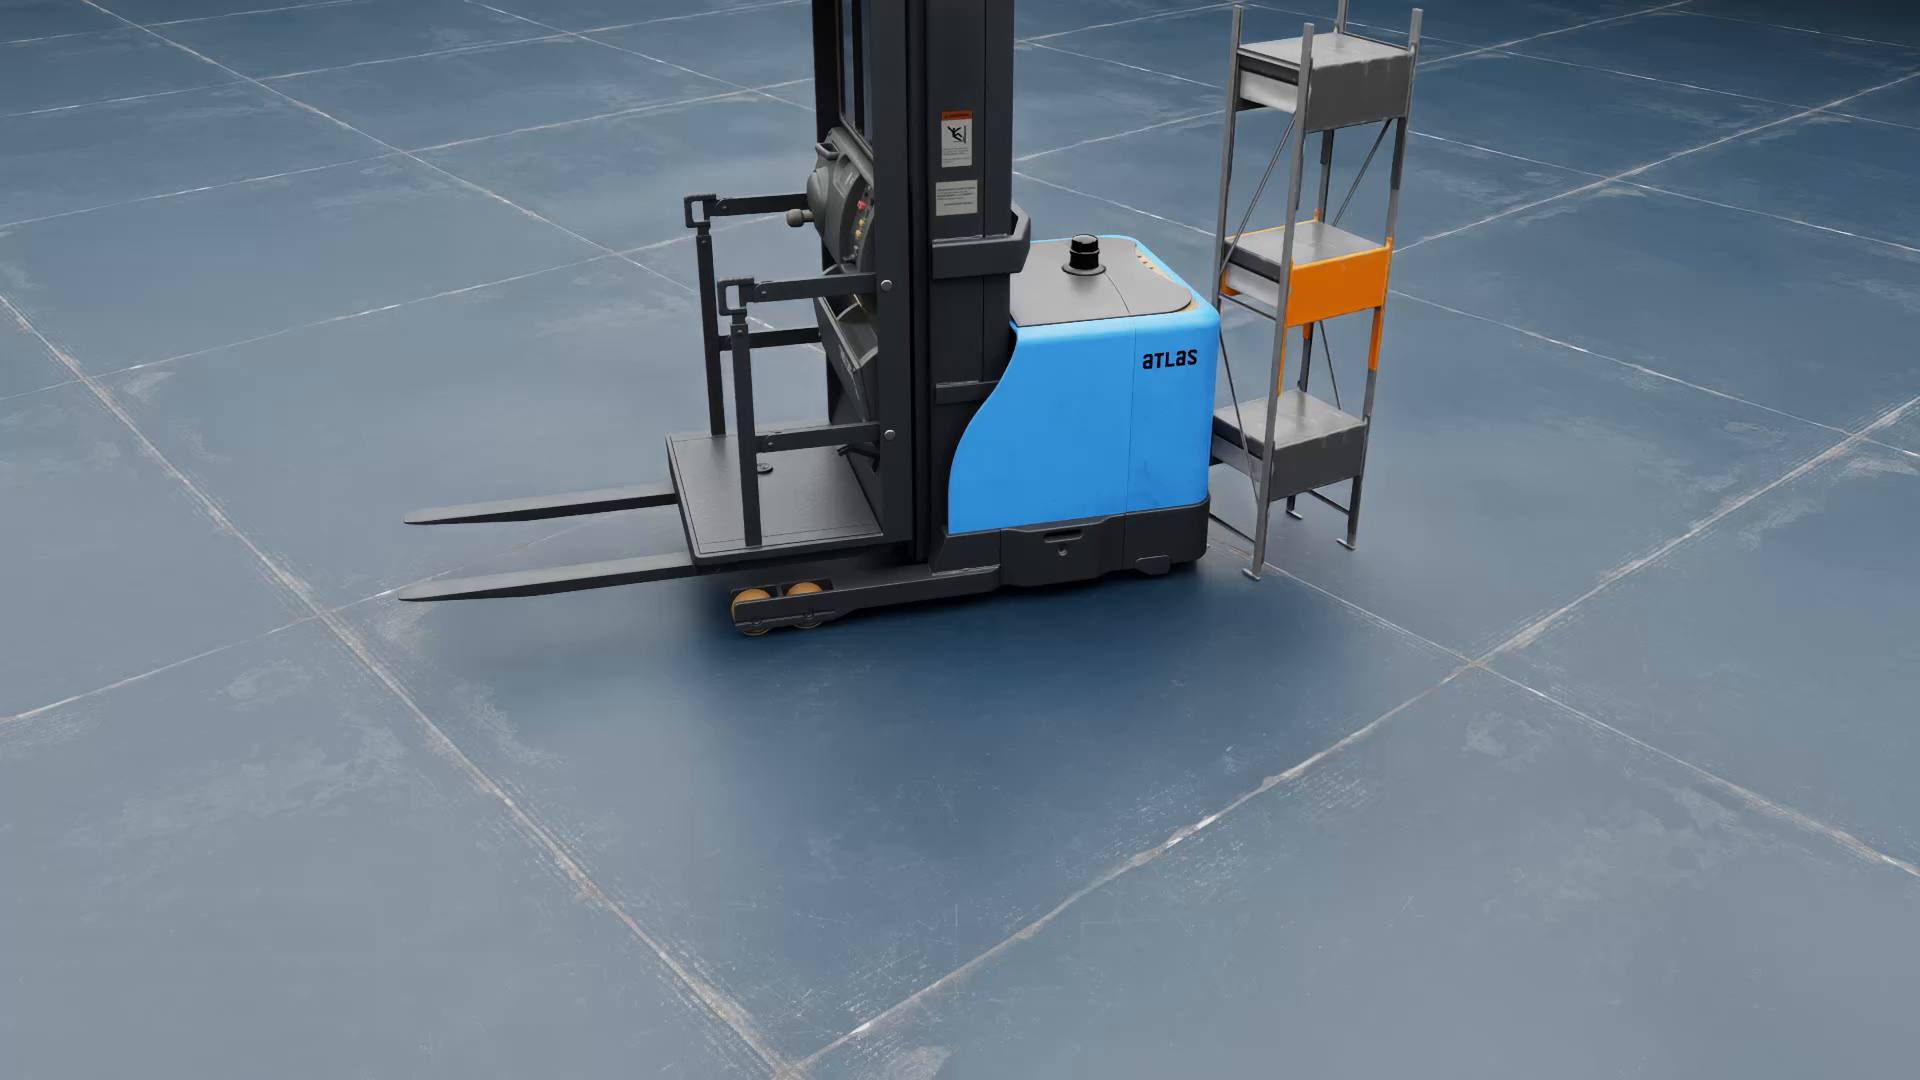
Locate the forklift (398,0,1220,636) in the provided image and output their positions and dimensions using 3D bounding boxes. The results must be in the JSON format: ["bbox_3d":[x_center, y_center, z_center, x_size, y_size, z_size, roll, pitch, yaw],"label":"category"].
[{"bbox_3d":[-0.608,-1.218,5.920,3.031,2.935,1.130,-7,29,-13],"label":"forklift"}]

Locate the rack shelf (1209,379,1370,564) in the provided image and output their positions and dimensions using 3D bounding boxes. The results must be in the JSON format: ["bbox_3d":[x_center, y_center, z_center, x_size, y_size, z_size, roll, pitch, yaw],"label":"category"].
[{"bbox_3d":[1.266,-0.278,6.556,0.480,0.518,0.431,-16,32,-27],"label":"rack shelf"}]

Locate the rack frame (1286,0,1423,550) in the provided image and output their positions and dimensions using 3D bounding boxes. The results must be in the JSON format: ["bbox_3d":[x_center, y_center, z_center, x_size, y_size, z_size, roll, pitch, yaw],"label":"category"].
[{"bbox_3d":[1.475,-0.966,6.330,0.015,2.100,0.400,-16,32,-27],"label":"rack frame"}]

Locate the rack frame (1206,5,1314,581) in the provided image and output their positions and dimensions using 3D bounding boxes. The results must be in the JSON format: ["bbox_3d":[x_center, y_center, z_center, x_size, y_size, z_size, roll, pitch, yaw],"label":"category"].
[{"bbox_3d":[1.056,-0.848,6.110,0.015,2.100,0.400,-16,32,-27],"label":"rack frame"}]

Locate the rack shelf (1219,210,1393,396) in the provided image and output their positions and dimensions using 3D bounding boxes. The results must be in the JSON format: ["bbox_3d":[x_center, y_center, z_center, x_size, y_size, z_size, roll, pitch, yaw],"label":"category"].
[{"bbox_3d":[1.266,-0.895,6.226,0.480,0.518,0.431,-16,32,-27],"label":"rack shelf"}]

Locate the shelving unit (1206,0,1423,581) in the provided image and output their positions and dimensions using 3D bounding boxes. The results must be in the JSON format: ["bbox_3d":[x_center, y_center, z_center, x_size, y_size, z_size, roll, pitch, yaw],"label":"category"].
[{"bbox_3d":[1.266,-0.907,6.220,0.503,2.100,0.431,-16,32,-27],"label":"shelving unit"}]

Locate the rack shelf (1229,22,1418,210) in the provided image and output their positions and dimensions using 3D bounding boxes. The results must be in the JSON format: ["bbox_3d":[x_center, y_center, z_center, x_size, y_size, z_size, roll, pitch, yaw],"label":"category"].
[{"bbox_3d":[1.266,-1.513,5.896,0.480,0.518,0.431,-16,32,-27],"label":"rack shelf"}]
